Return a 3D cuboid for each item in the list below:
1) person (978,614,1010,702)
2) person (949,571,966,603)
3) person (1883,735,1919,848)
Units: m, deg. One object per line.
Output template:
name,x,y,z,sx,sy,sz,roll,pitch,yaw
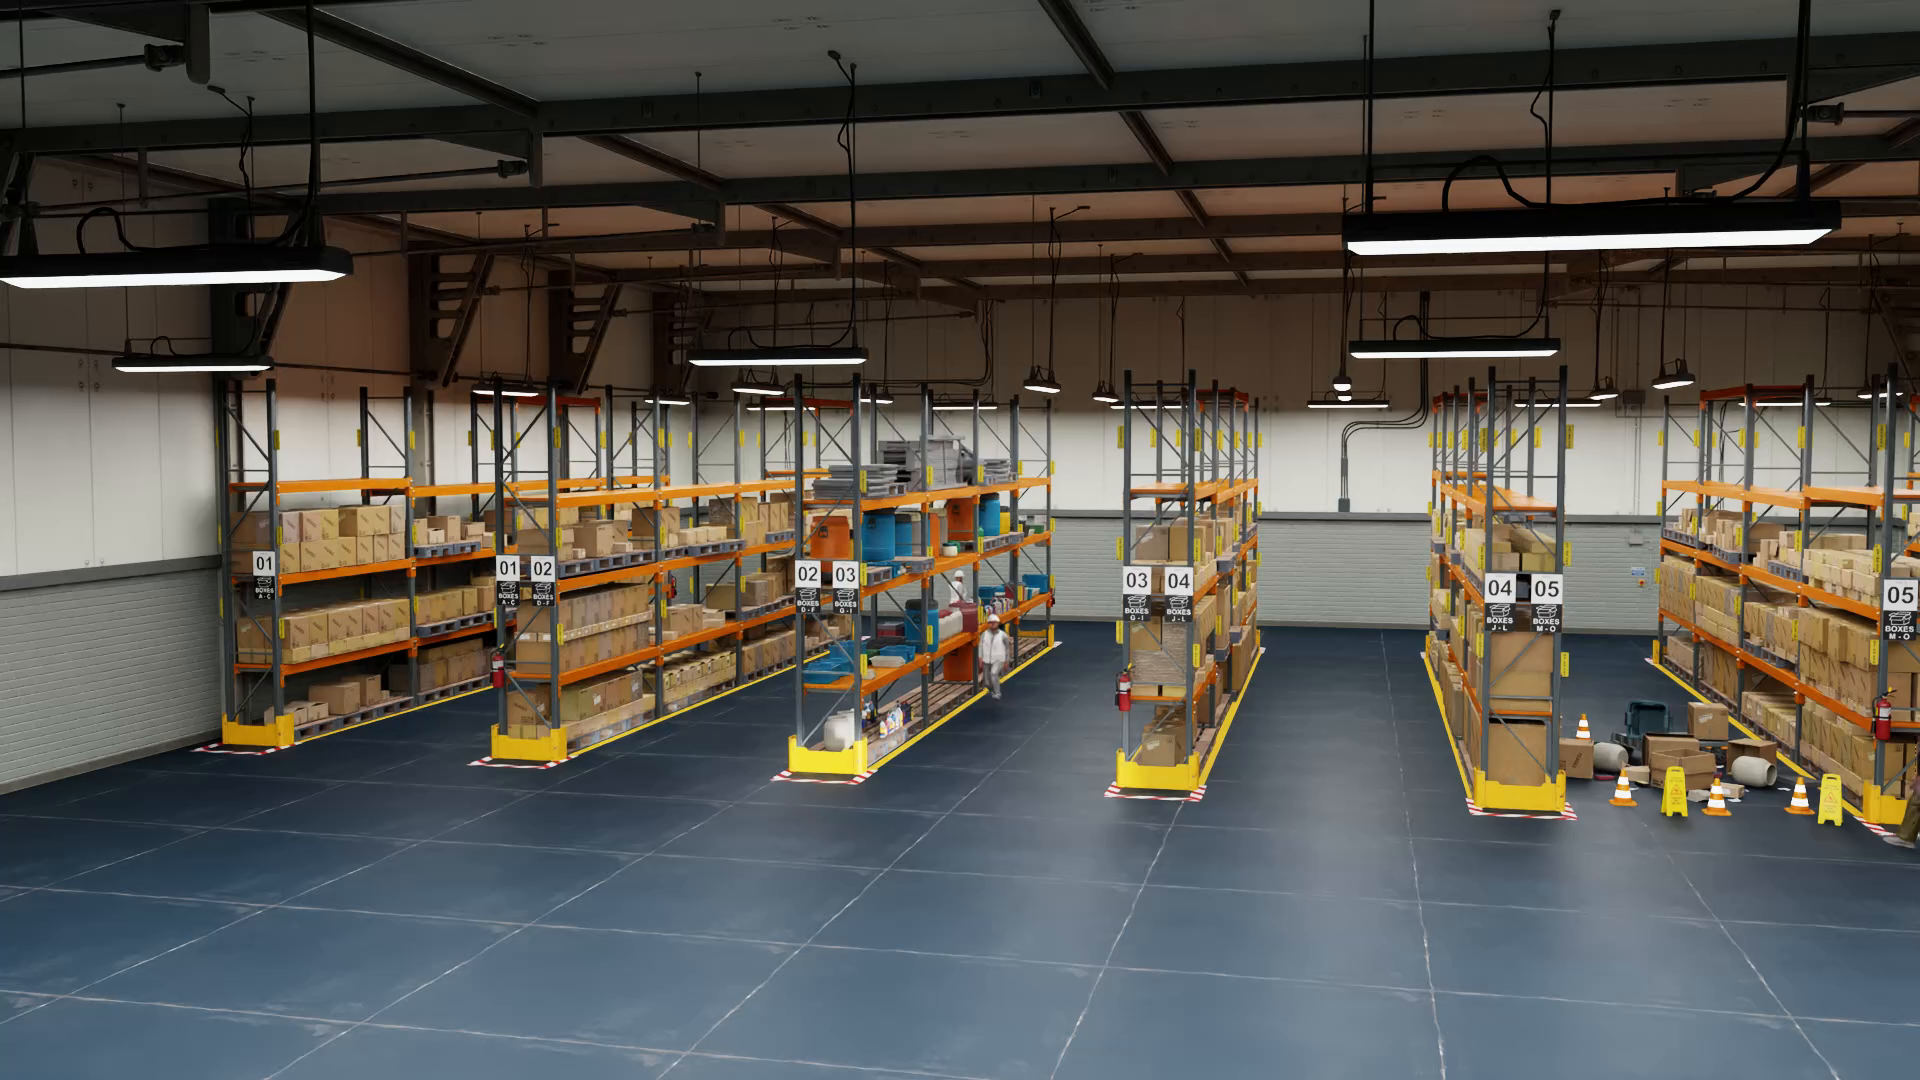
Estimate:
person,0.596,2.141,30.431,0.565,1.553,1.056,1,4,22
person,-0.013,1.664,40.929,0.536,1.820,0.626,-2,4,-30
person,11.893,2.907,20.333,1.103,1.731,0.581,1,4,14
